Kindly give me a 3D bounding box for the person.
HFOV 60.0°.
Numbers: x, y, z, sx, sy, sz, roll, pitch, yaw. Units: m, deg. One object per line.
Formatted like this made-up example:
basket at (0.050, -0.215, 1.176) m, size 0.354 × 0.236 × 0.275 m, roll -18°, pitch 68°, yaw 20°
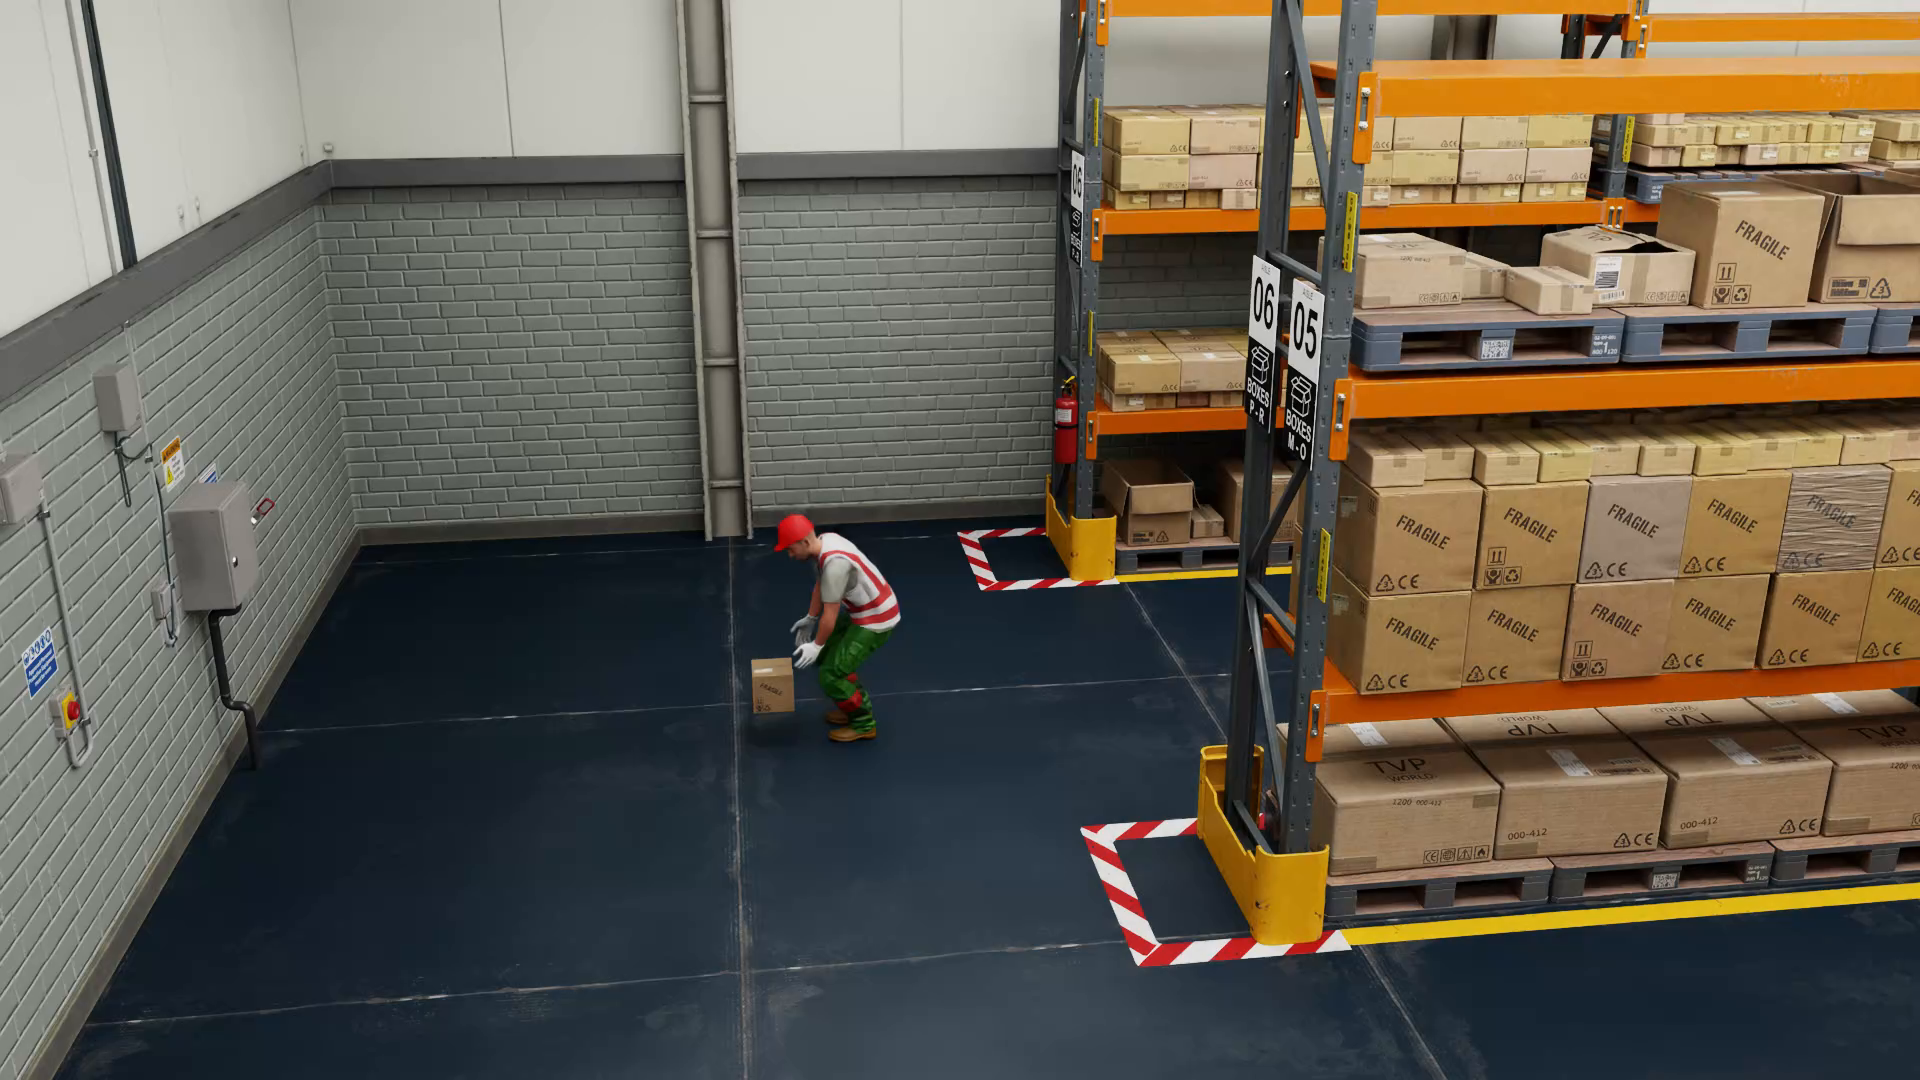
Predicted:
person at (-0.734, 0.520, 10.105) m, size 0.749 × 1.443 × 0.583 m, roll -3°, pitch 20°, yaw -8°
